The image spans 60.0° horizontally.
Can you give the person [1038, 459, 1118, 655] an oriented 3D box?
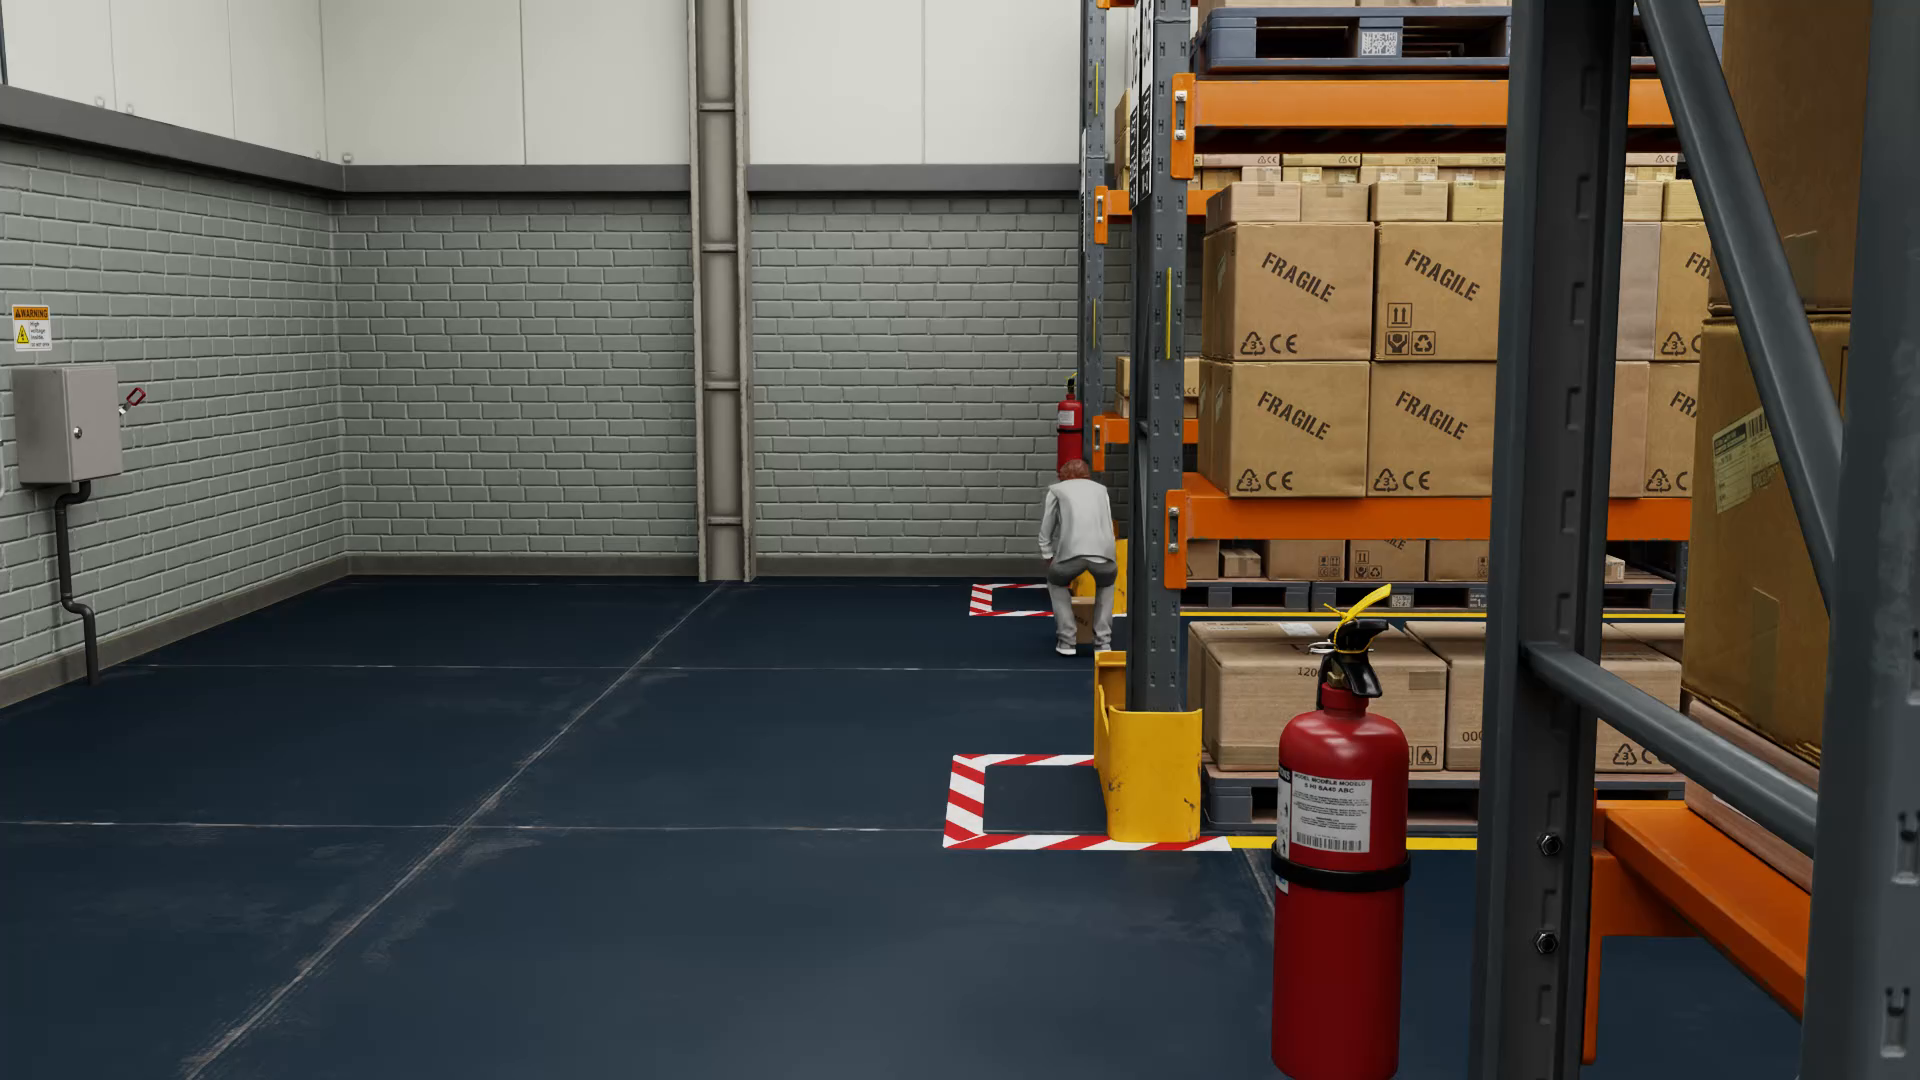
[{"bbox_3d":[0.698,0.109,9.807,0.463,1.130,0.736,0,7,1],"label":"person"}]
